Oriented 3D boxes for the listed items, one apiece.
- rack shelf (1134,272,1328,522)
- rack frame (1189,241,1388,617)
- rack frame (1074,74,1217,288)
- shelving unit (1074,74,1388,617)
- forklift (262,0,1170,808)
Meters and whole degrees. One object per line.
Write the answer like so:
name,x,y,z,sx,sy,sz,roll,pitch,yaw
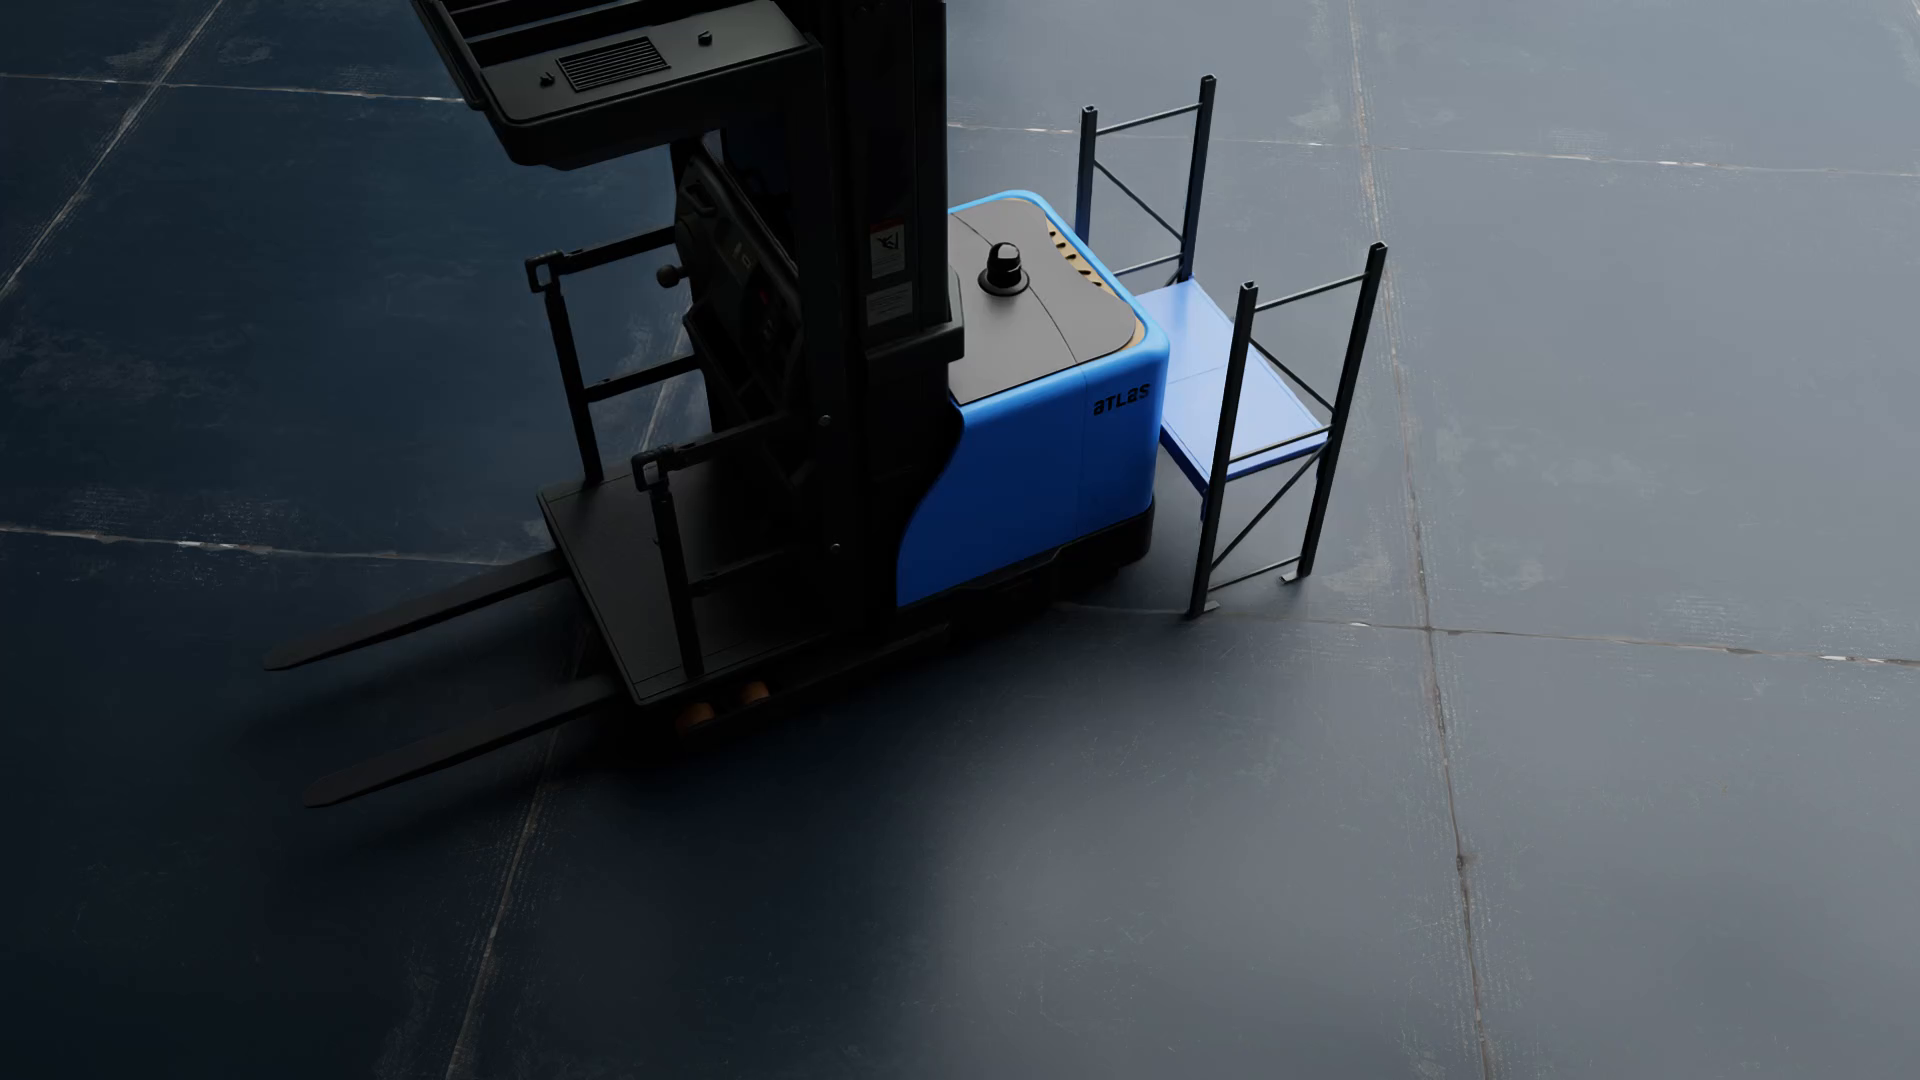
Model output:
rack shelf,0.851,-0.535,5.967,0.538,0.185,1.000,-19,50,-16
rack frame,1.062,-0.315,5.522,0.500,1.500,0.032,-19,50,-16
rack frame,0.640,-0.998,6.146,0.500,1.500,0.032,-19,50,-16
shelving unit,0.851,-0.657,5.834,0.538,1.500,1.048,-19,50,-16
forklift,-0.847,-0.732,4.933,3.031,2.935,1.130,-21,51,-18
